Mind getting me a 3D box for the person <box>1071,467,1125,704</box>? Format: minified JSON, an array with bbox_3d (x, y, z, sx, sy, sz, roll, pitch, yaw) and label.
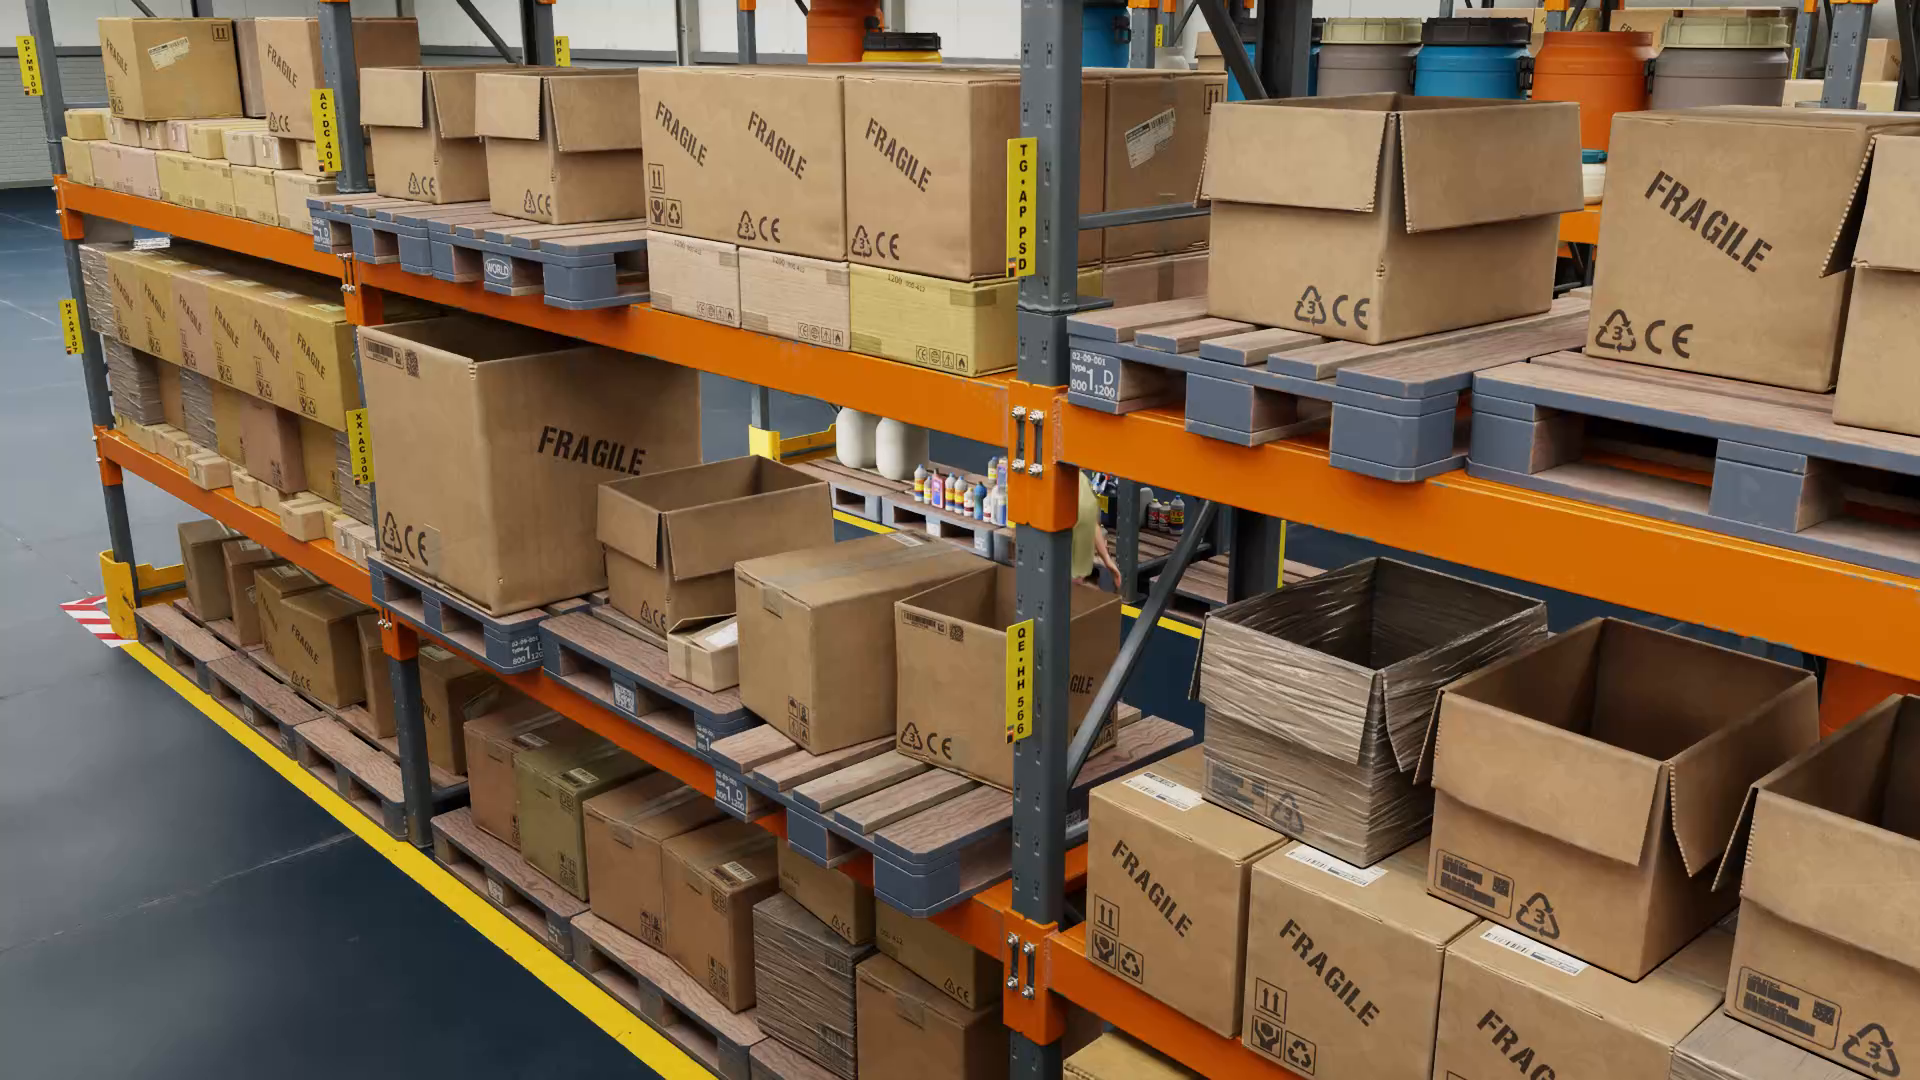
[{"bbox_3d":[0.646,0.181,8.921,0.979,1.618,0.459,11,20,31],"label":"person"}]
